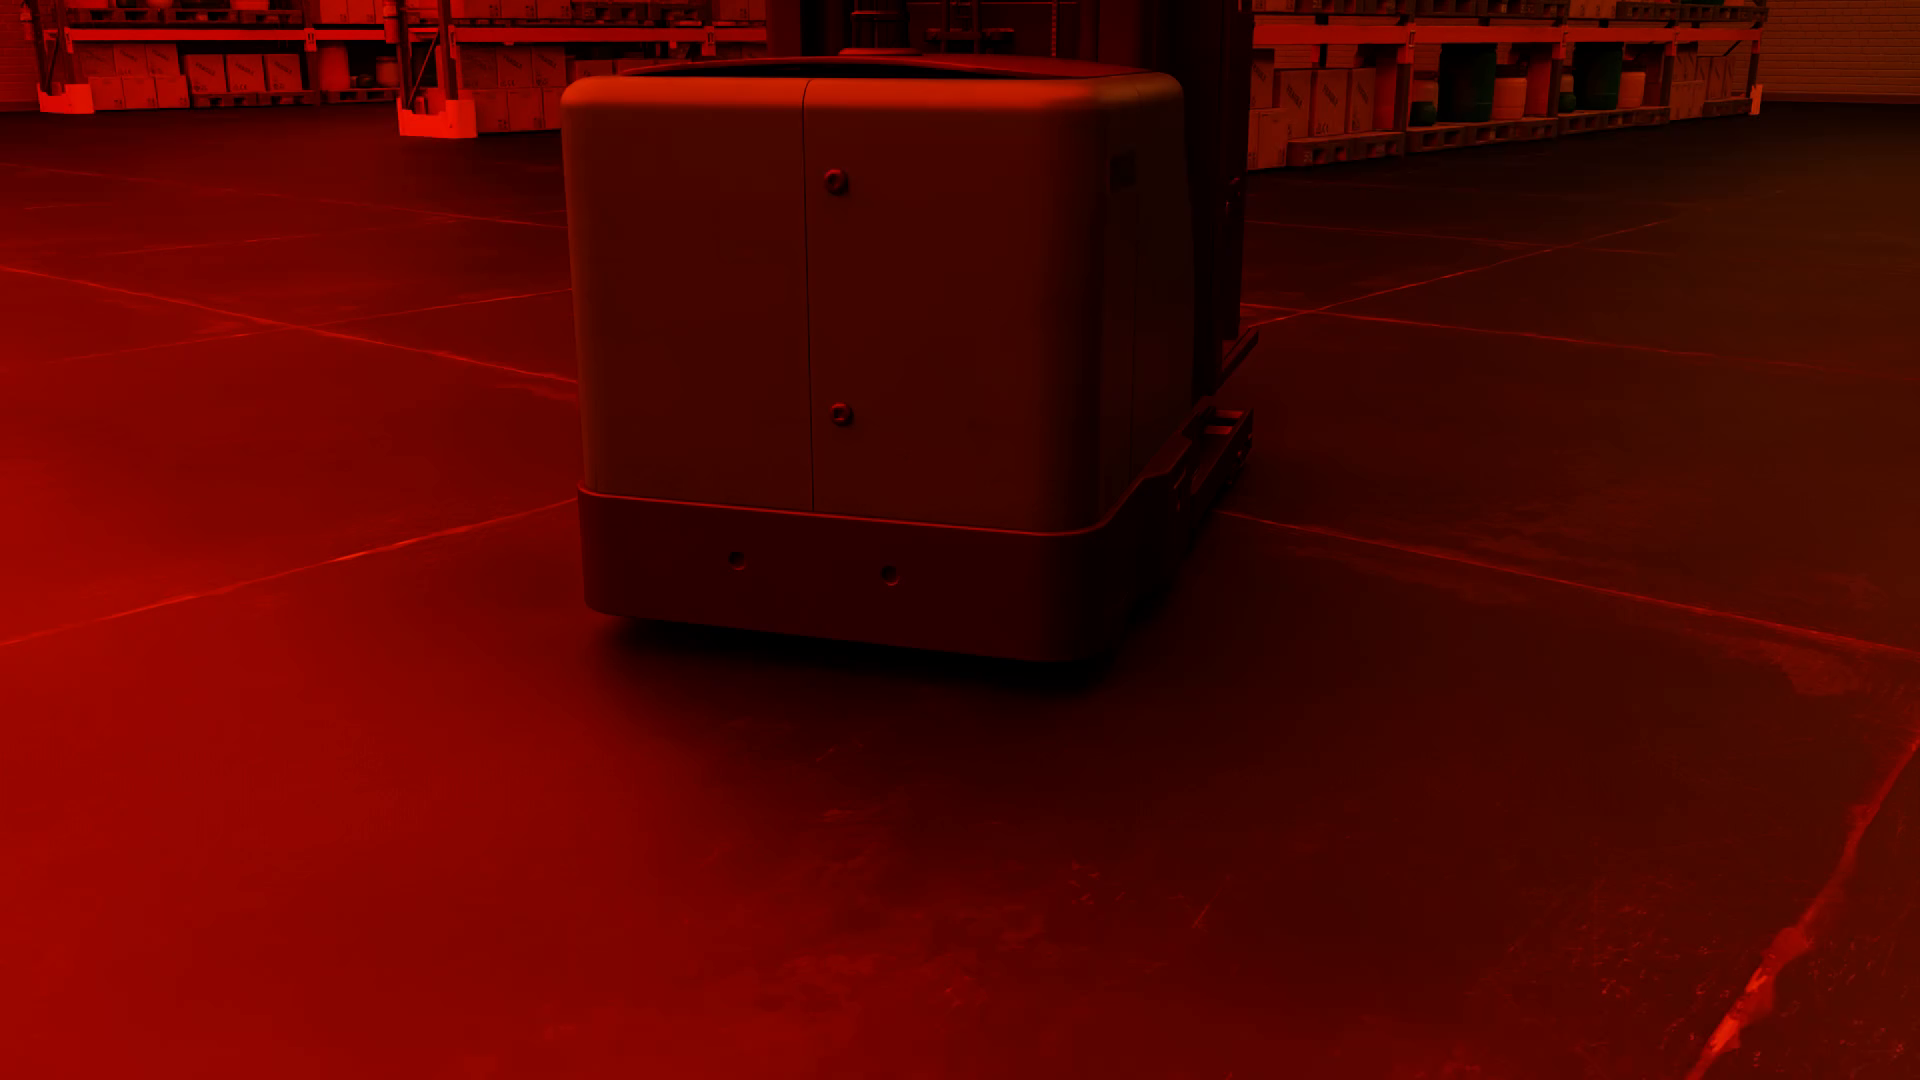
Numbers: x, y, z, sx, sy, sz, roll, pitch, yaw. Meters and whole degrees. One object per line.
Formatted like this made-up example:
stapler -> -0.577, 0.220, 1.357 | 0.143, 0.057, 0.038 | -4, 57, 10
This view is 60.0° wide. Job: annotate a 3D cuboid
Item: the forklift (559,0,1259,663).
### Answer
forklift -> 0.182, -1.571, 4.072 | 1.130, 2.935, 3.031 | 5, 18, 17
